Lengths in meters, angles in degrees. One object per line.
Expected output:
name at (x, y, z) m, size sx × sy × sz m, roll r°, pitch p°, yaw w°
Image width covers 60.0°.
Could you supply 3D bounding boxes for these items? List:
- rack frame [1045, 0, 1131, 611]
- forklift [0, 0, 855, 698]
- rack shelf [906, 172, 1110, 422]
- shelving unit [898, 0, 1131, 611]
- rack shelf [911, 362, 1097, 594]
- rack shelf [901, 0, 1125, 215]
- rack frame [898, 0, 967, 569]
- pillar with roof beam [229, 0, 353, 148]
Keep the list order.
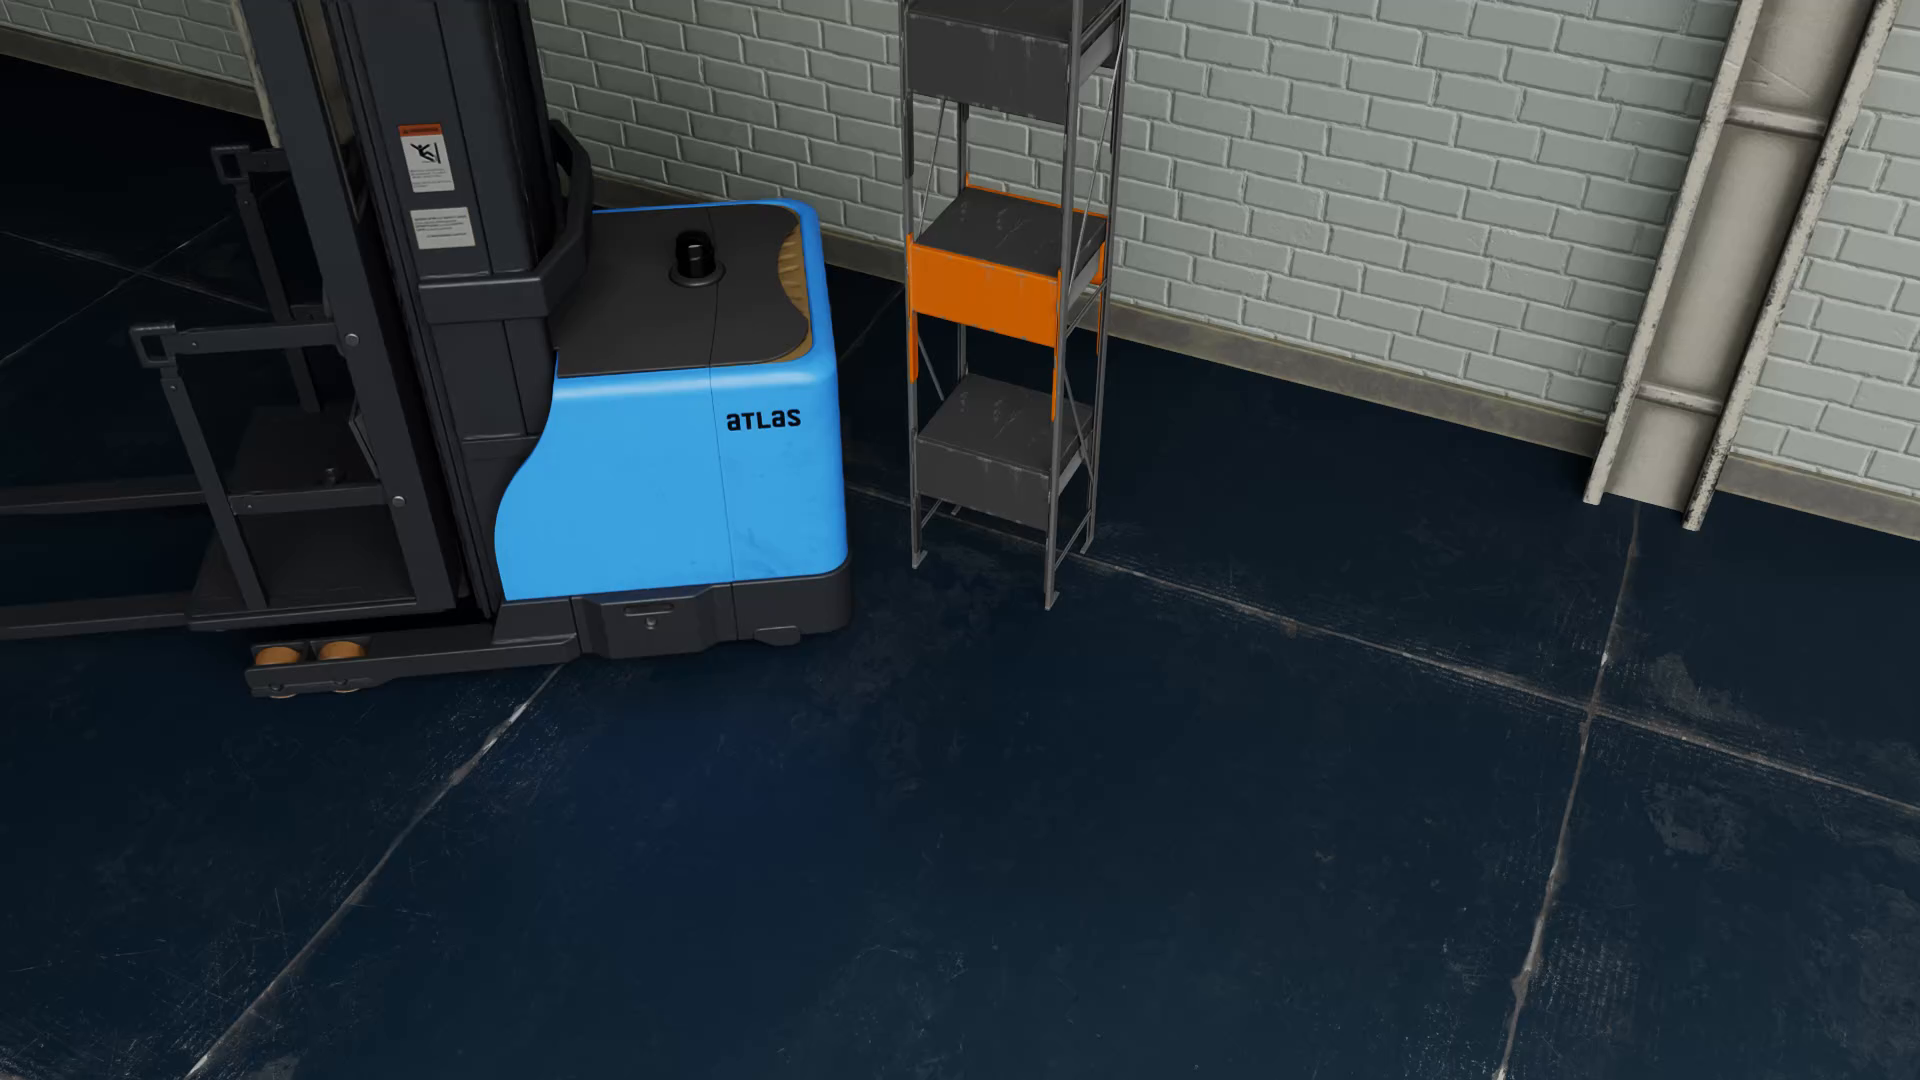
rack frame at (0.371, -0.680, 4.931) m, size 0.015 × 2.100 × 0.400 m, roll 17°, pitch 44°, yaw 19°
forklift at (-1.896, -0.983, 4.646) m, size 3.031 × 2.935 × 1.130 m, roll -5°, pitch 41°, yaw -5°
rack shelf at (0.150, -0.737, 5.018) m, size 0.480 × 0.518 × 0.431 m, roll 17°, pitch 44°, yaw 19°
shelving unit at (0.150, -0.748, 5.009) m, size 0.503 × 2.100 × 0.431 m, roll 17°, pitch 44°, yaw 19°
rack shelf at (0.150, -0.208, 5.477) m, size 0.480 × 0.518 × 0.431 m, roll 17°, pitch 44°, yaw 19°
rack shelf at (0.150, -1.266, 4.560) m, size 0.480 × 0.518 × 0.431 m, roll 17°, pitch 44°, yaw 19°
rack frame at (-0.071, -0.815, 5.087) m, size 0.015 × 2.100 × 0.400 m, roll 17°, pitch 44°, yaw 19°
pillar with roof beam at (-4.803, -2.682, 1.973) m, size 0.400 × 9.000 × 9.100 m, roll 17°, pitch 44°, yaw 19°
